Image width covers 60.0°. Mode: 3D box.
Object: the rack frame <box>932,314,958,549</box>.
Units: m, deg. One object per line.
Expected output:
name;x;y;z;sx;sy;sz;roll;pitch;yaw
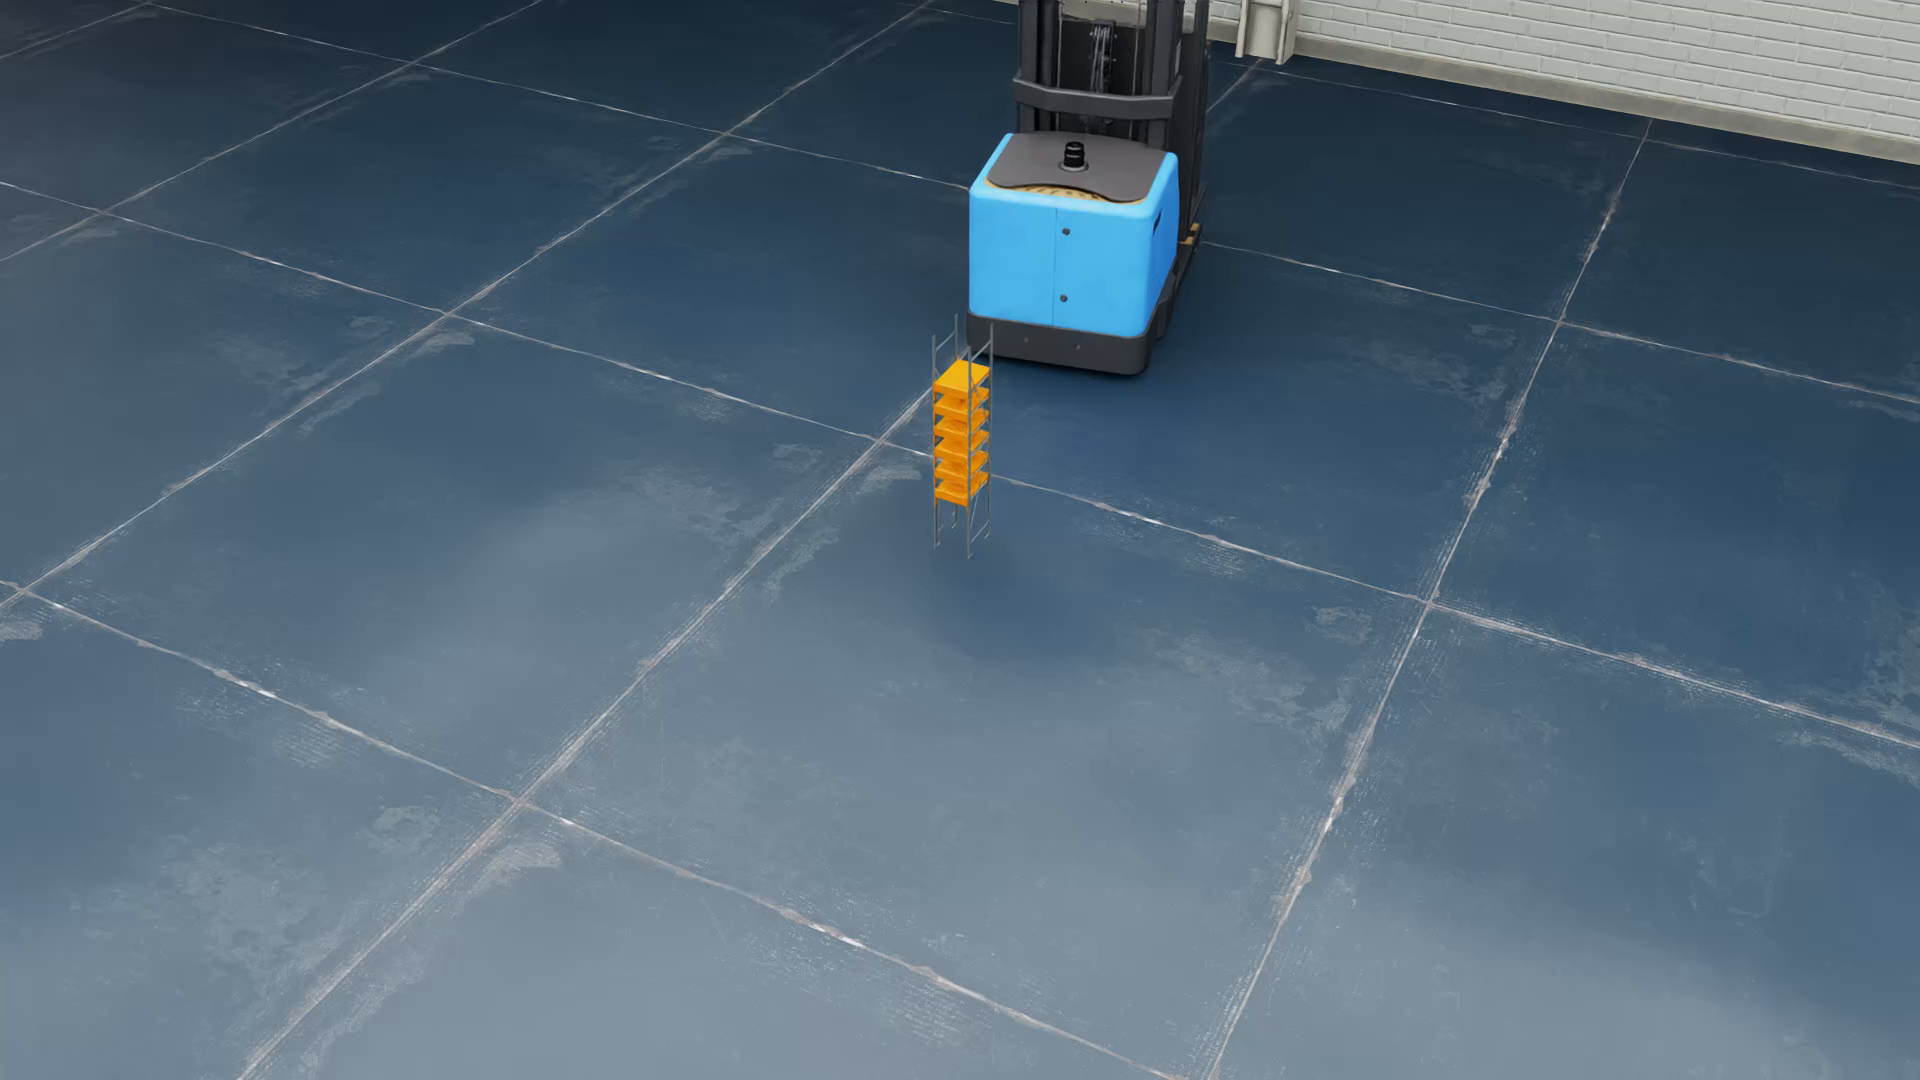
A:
rack frame;-0.068;-0.499;7.935;0.006;1.200;0.240;17;41;21

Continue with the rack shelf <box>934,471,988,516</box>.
rack shelf;0.013;-0.247;8.074;0.180;0.103;0.258;17;41;21

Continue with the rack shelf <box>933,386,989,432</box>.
rack shelf;0.013;-0.630;7.783;0.180;0.103;0.258;17;41;21

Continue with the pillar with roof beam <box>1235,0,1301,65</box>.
pillar with roof beam;0.483;-5.199;7.676;0.400;9.000;9.100;17;41;21

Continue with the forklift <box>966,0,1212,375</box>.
forklift;0.939;-2.994;9.790;1.130;2.935;3.031;10;38;13

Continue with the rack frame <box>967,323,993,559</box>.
rack frame;0.094;-0.448;7.868;0.006;1.200;0.240;17;41;21

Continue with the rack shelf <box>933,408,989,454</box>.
rack shelf;0.013;-0.534;7.856;0.180;0.103;0.258;17;41;21

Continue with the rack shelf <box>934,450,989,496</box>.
rack shelf;0.013;-0.343;8.001;0.180;0.103;0.258;17;41;21

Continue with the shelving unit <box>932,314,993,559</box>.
shelving unit;0.013;-0.474;7.902;0.189;1.200;0.258;17;41;21

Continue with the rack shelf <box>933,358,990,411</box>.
rack shelf;0.013;-0.725;7.711;0.180;0.103;0.258;17;41;21

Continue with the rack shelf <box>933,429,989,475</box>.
rack shelf;0.013;-0.438;7.929;0.180;0.103;0.258;17;41;21
